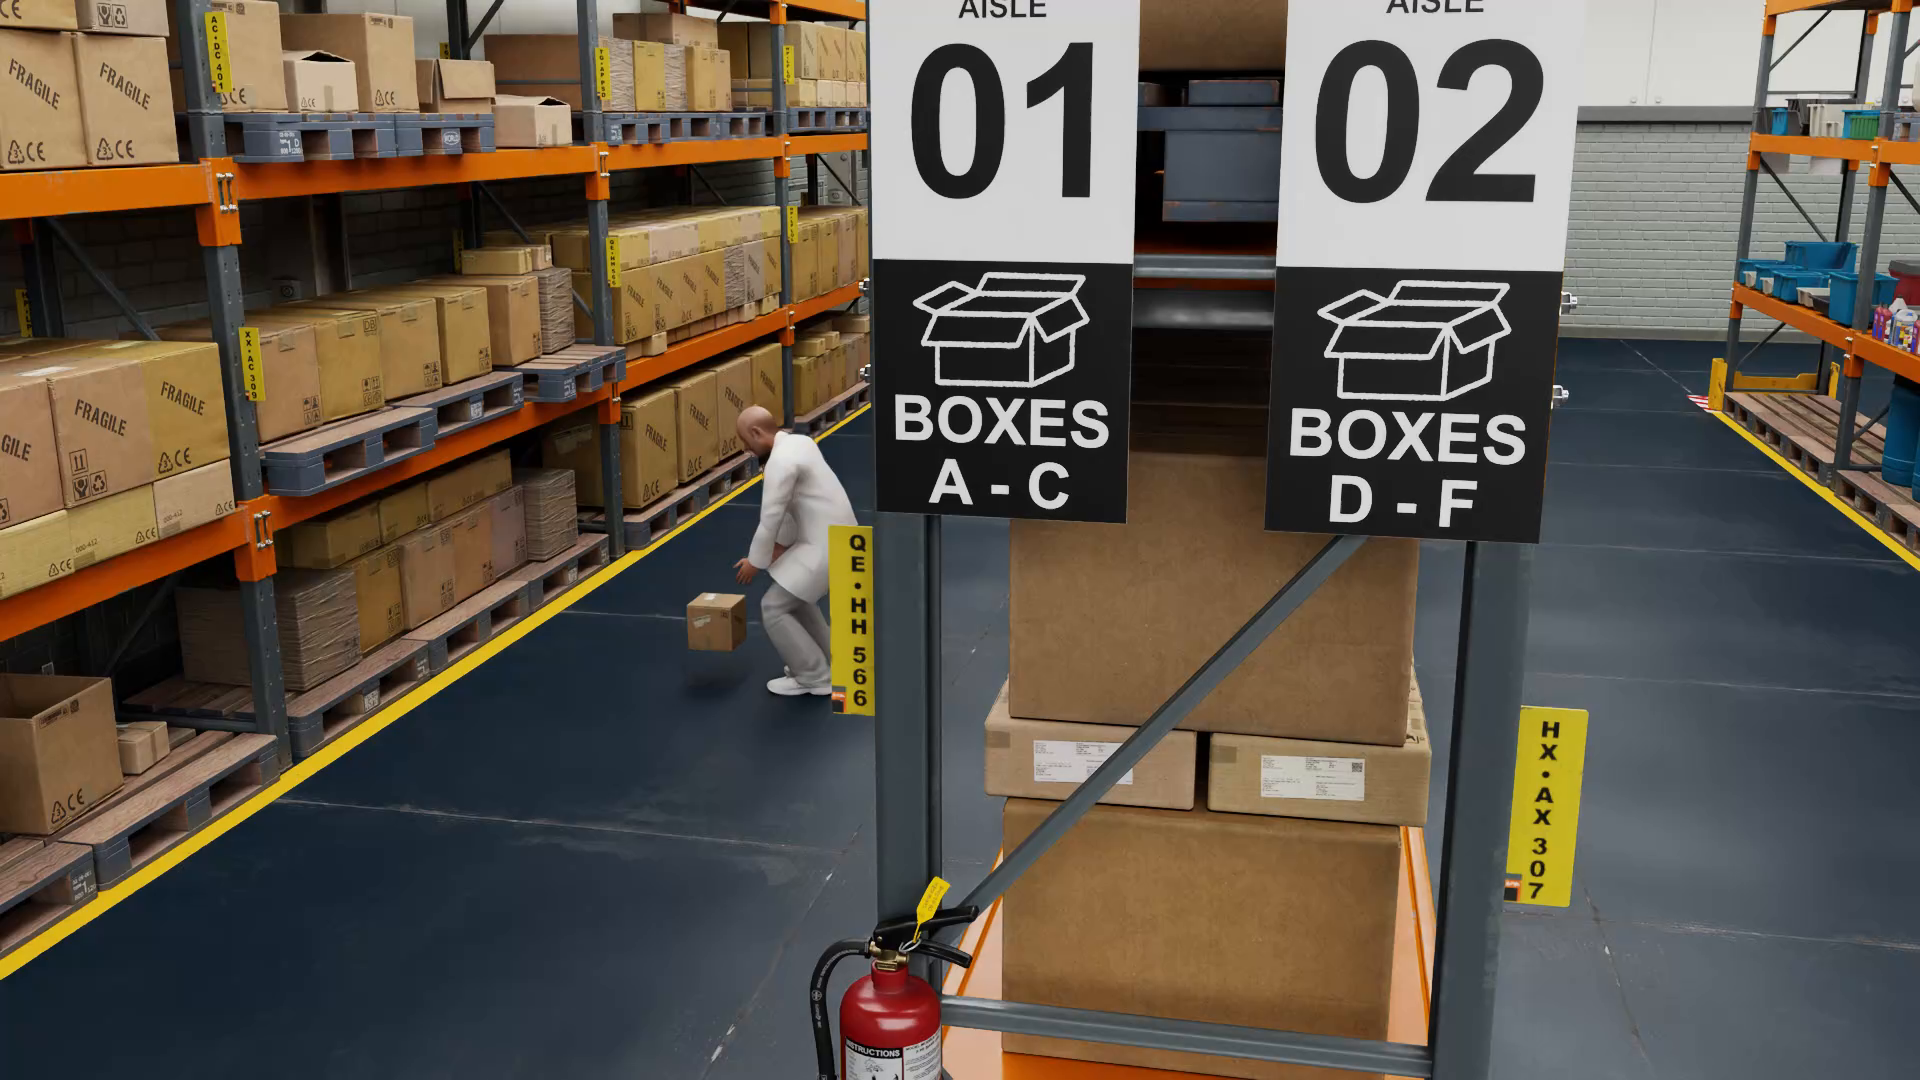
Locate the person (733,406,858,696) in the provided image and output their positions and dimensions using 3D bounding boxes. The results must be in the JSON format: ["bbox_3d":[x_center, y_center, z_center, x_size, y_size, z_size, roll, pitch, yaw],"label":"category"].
[{"bbox_3d":[-0.856,0.060,8.826,0.636,1.526,0.627,3,15,12],"label":"person"}]
